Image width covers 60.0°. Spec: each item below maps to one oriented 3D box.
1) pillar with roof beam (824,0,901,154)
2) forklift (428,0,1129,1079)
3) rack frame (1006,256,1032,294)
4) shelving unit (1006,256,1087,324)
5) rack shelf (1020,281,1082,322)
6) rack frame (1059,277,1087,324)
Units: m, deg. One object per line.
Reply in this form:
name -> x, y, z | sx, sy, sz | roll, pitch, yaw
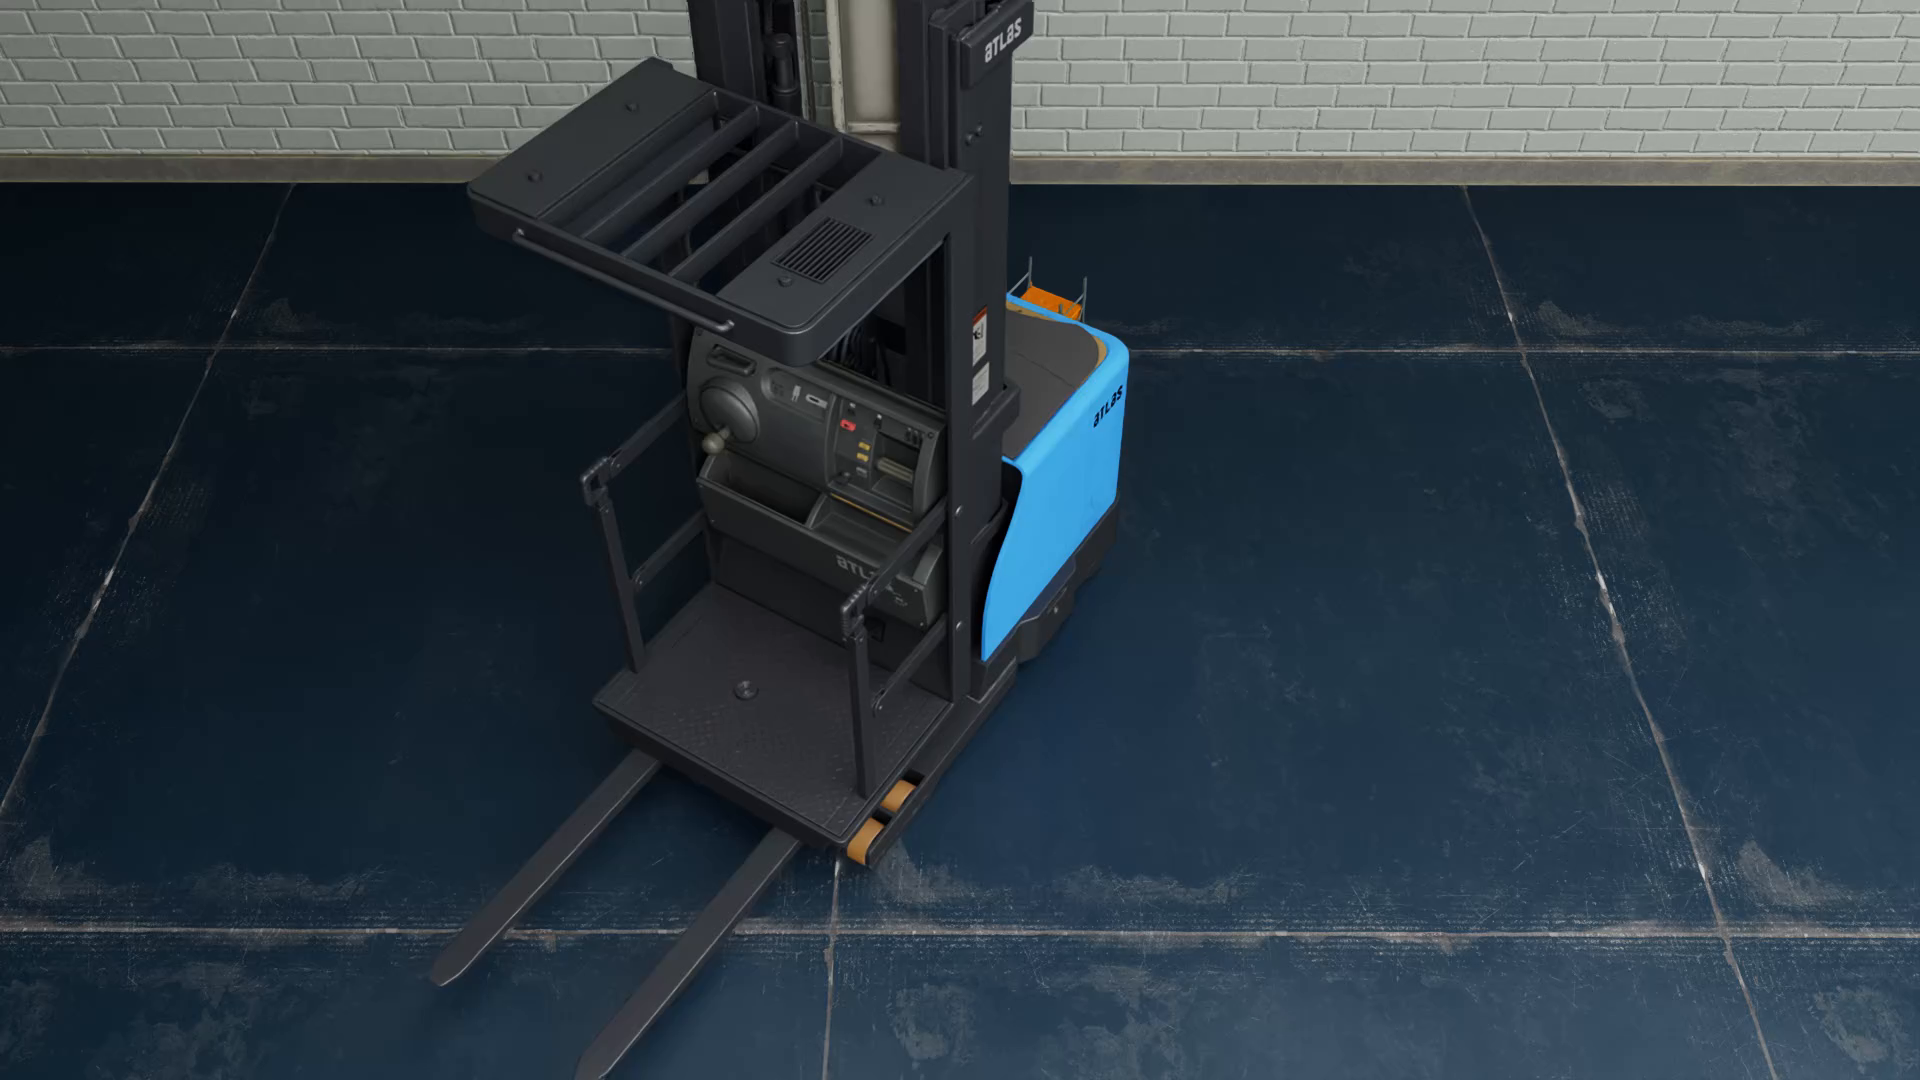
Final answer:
pillar with roof beam -> -0.428, -1.656, 2.225 | 0.400, 9.000, 9.100 | 0, 47, 0
forklift -> -0.584, -0.268, 5.078 | 1.130, 2.935, 3.031 | 25, 52, 22
rack frame -> 0.221, -0.675, 6.742 | 0.008, 1.050, 0.200 | 25, 52, 22
shelving unit -> 0.324, -0.627, 6.697 | 0.252, 1.050, 0.215 | 25, 52, 22
rack shelf -> 0.324, -0.814, 6.498 | 0.240, 0.259, 0.215 | 25, 52, 22
rack frame -> 0.427, -0.579, 6.652 | 0.008, 1.050, 0.200 | 25, 52, 22
